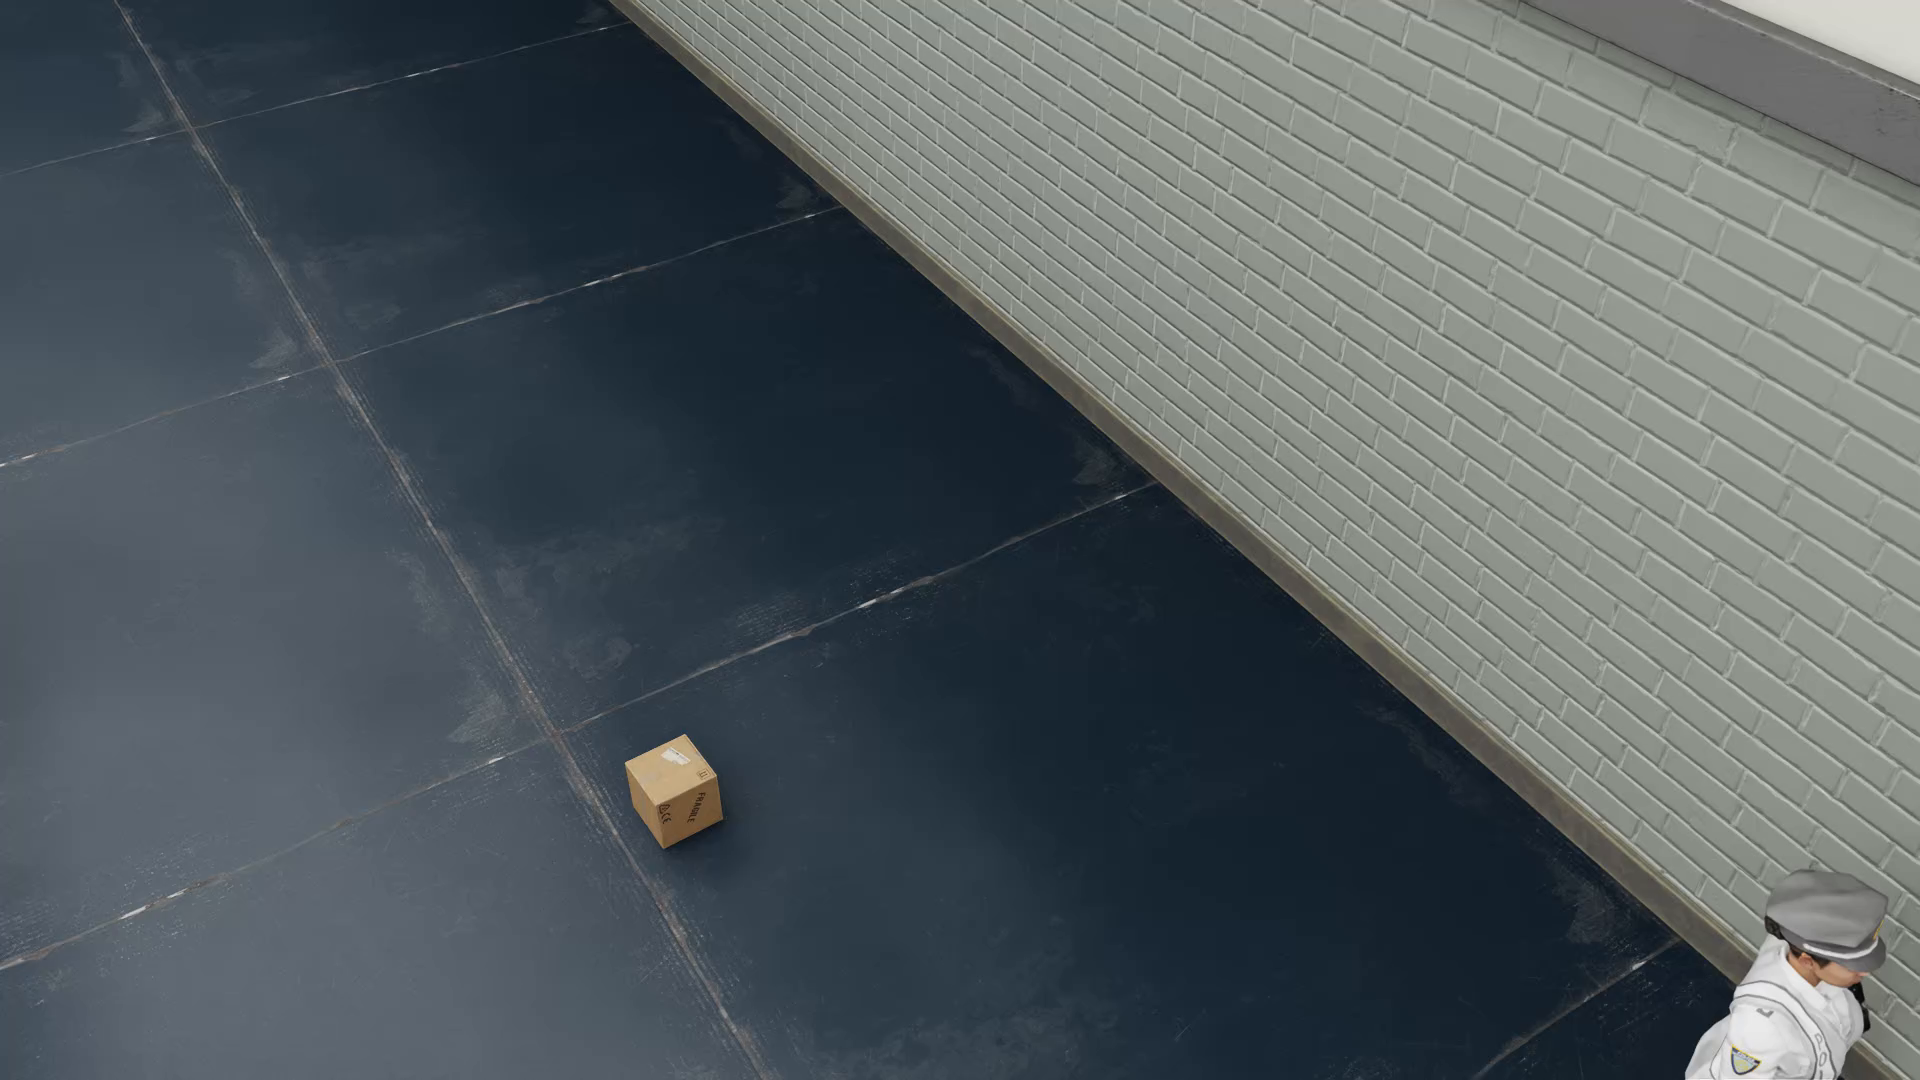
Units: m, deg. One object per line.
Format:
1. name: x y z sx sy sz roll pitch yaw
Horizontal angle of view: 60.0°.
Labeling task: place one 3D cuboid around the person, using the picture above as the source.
1. person: 2.091 1.483 4.425 0.342 1.689 0.470 28 48 28
